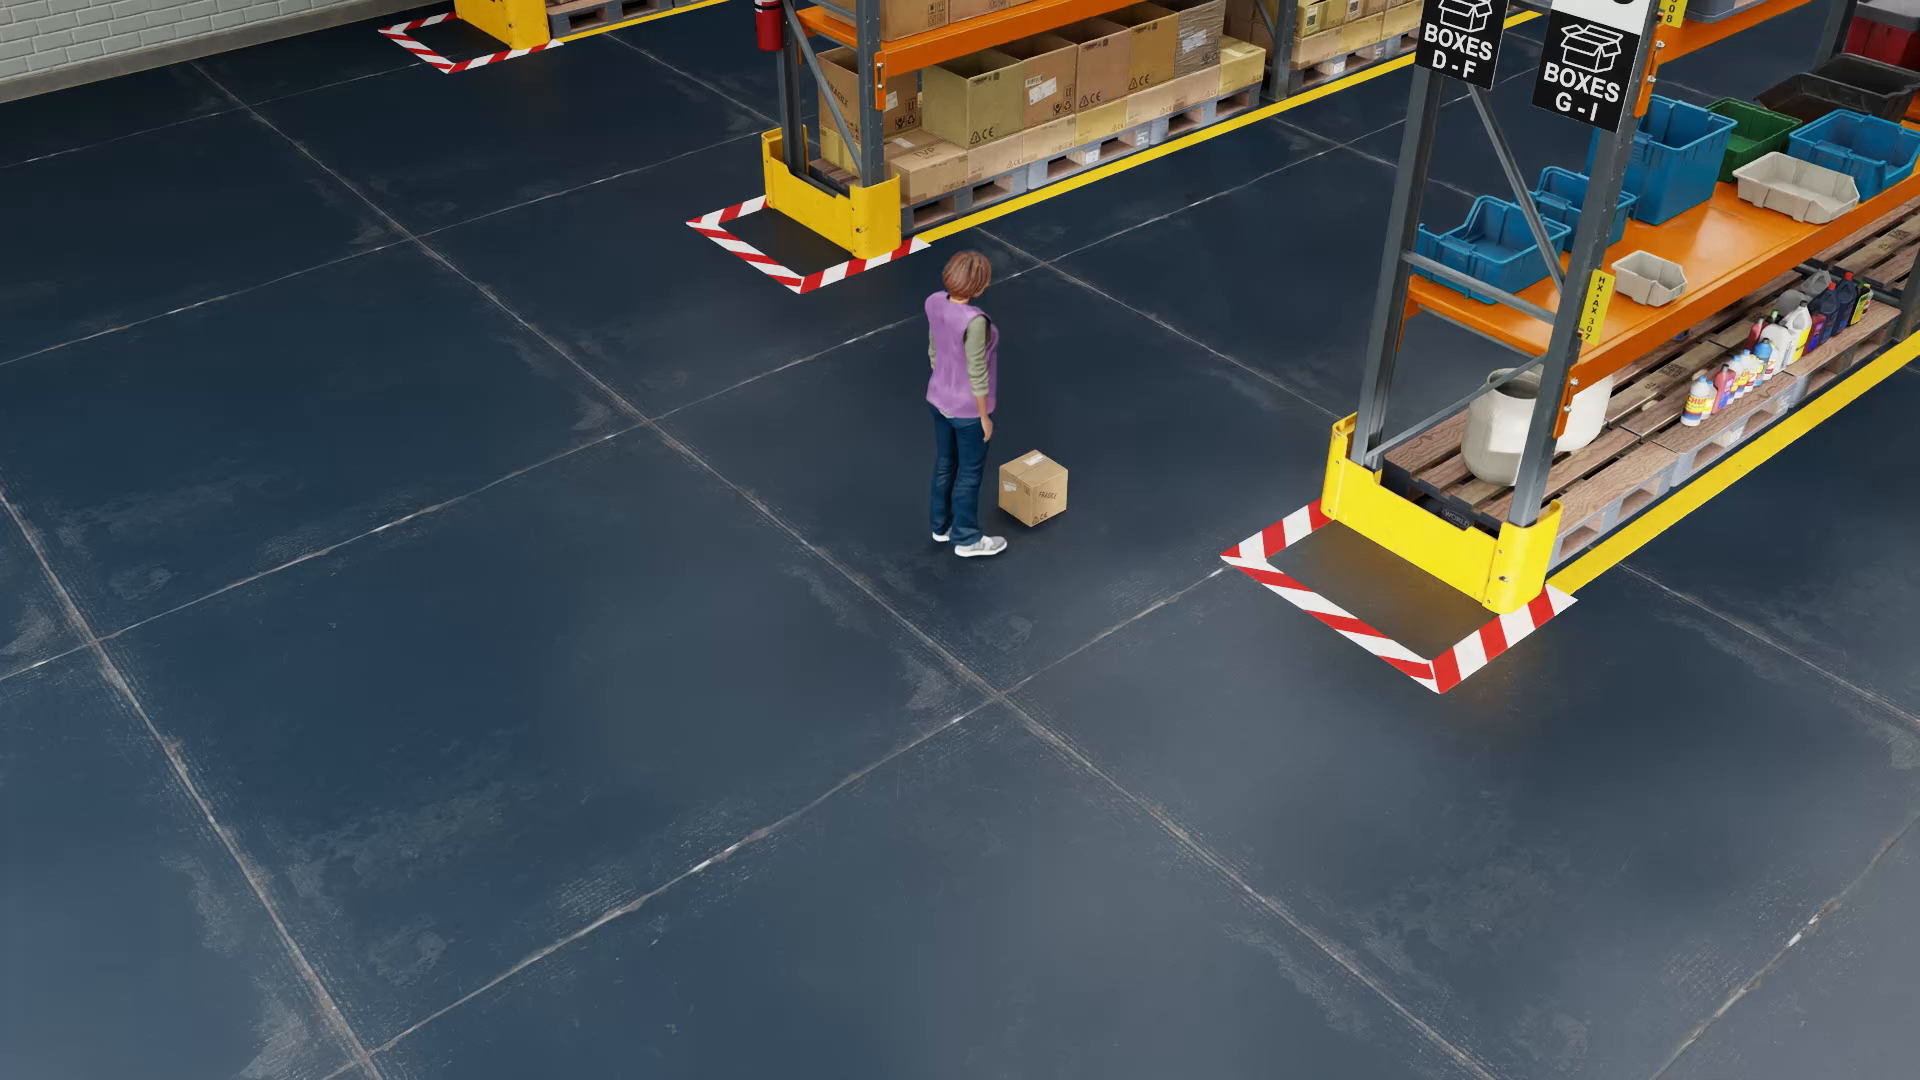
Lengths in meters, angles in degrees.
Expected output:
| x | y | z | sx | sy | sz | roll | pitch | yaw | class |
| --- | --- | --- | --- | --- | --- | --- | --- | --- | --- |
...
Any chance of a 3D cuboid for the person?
| x | y | z | sx | sy | sz | roll | pitch | yaw | class |
| --- | --- | --- | --- | --- | --- | --- | --- | --- | --- |
| 0.004 | -0.643 | 7.938 | 0.313 | 1.591 | 0.433 | -26 | 43 | -30 | person |
